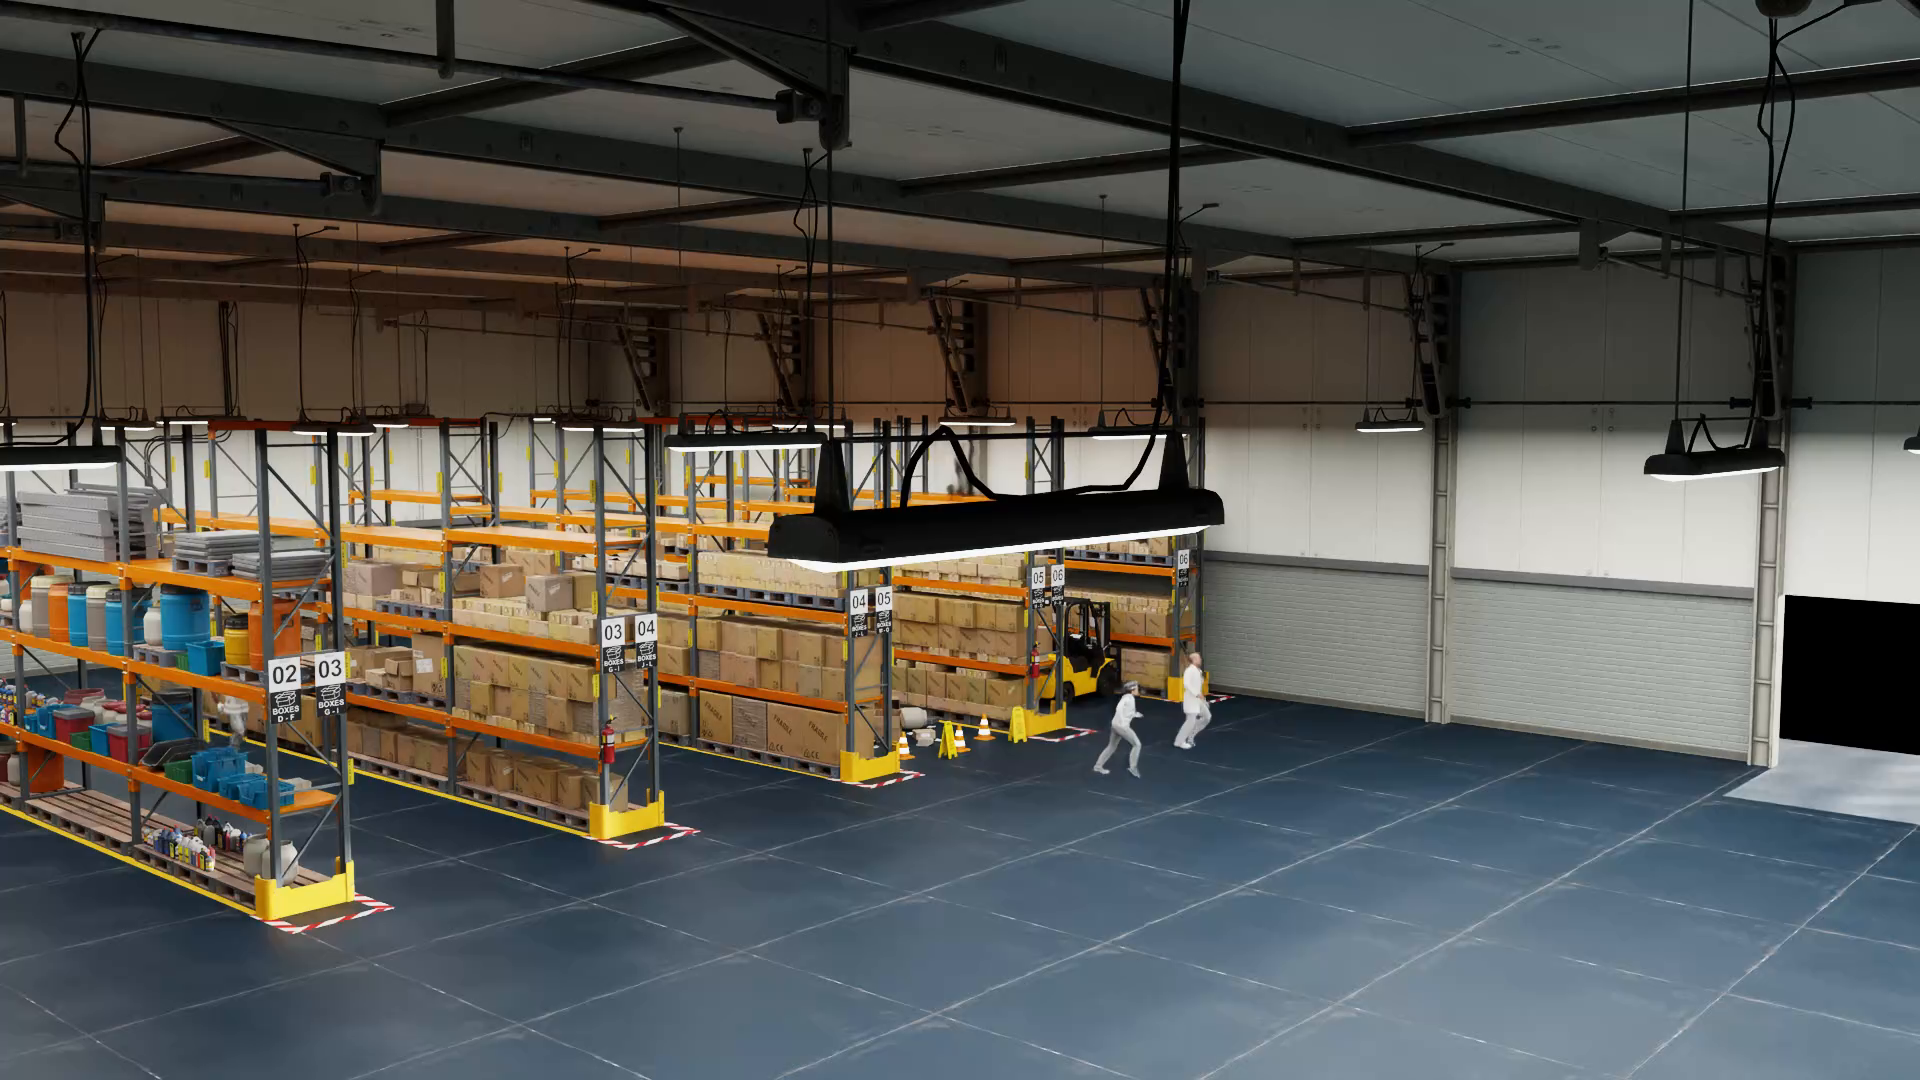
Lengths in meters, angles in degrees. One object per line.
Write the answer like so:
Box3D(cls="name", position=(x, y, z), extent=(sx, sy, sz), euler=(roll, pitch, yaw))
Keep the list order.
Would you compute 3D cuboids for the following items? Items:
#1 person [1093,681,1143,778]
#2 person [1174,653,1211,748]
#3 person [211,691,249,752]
Box3D(cls="person", position=(2.685, 3.201, 28.014), extent=(0.869, 1.675, 0.632), euler=(0, 5, -5))
Box3D(cls="person", position=(4.307, 2.932, 30.527), extent=(0.614, 1.716, 0.773), euler=(3, 5, 30))
Box3D(cls="person", position=(-12.611, 3.050, 29.035), extent=(0.795, 1.813, 0.677), euler=(3, 6, 34))
